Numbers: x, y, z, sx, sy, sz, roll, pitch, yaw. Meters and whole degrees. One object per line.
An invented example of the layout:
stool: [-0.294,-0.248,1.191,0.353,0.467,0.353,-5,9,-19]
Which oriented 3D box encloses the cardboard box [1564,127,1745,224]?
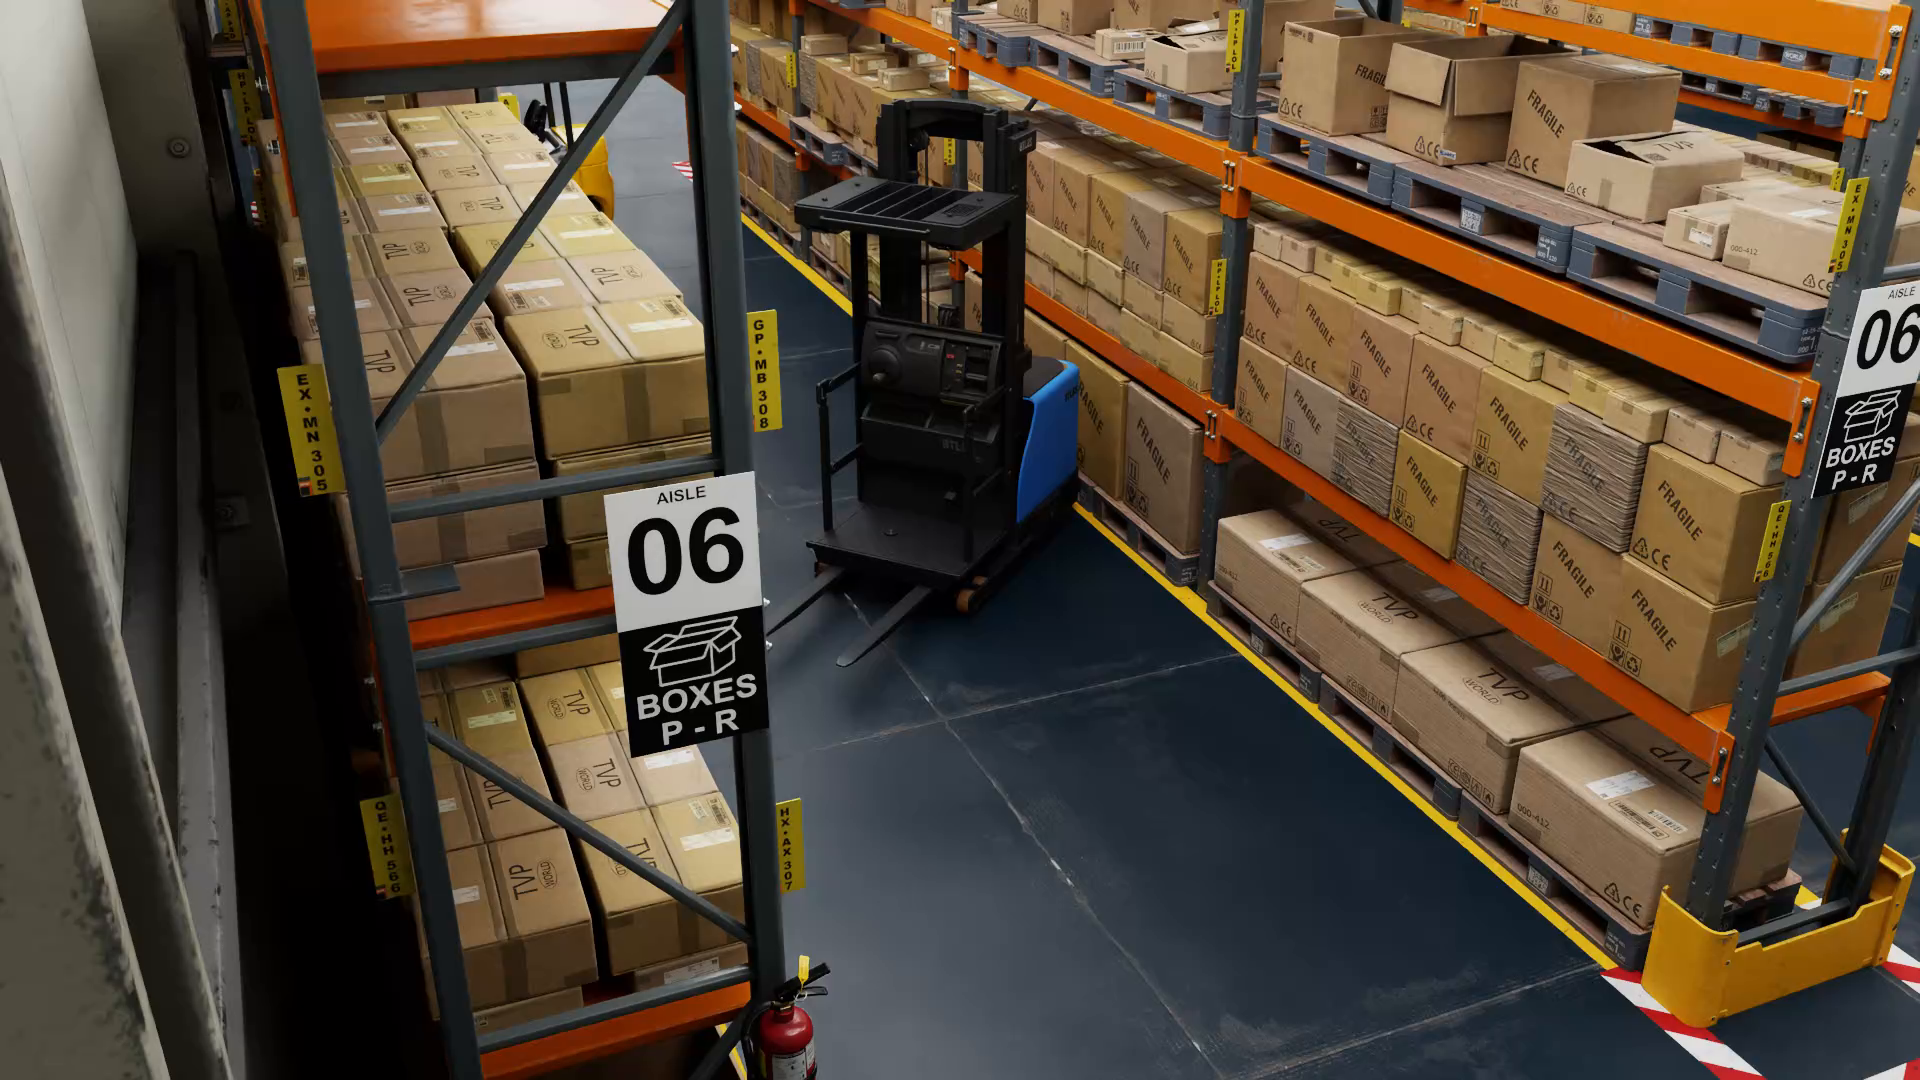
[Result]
cardboard box: [3.010,-1.609,7.216,0.500,0.311,0.500,-10,28,-20]

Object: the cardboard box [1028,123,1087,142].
cardboard box: [0.589,-2.739,12.186,0.500,0.500,0.500,-10,28,-20]

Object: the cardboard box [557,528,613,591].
cardboard box: [-0.926,-0.004,4.706,0.380,0.149,0.250,-10,28,-20]

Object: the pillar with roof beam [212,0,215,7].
pillar with roof beam: [-10.926,-15.325,32.382,9.100,9.000,0.400,-11,28,-21]

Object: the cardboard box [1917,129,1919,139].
cardboard box: [9.476,-4.189,16.296,0.500,0.500,0.500,-10,28,-19]

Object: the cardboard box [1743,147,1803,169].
cardboard box: [6.359,-2.962,13.027,0.380,0.149,0.250,-11,28,-21]

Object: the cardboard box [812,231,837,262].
cardboard box: [-0.941,-3.095,16.687,0.950,0.372,0.625,-10,28,-20]

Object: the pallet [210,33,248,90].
pallet: [-4.496,-3.351,11.492,1.213,0.211,1.003,-9,28,-18]

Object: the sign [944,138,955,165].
sign: [-0.078,-3.072,12.893,0.100,0.325,0.005,-11,28,-21]

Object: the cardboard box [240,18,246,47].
cardboard box: [-4.186,-3.119,10.179,0.380,0.149,0.250,-10,28,-20]

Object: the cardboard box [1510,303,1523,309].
cardboard box: [2.950,-1.162,8.218,0.380,0.149,0.250,-11,28,-21]

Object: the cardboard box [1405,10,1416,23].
cardboard box: [6.375,-7.243,22.953,0.380,0.149,0.250,-11,28,-21]

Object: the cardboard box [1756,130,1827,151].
cardboard box: [9.029,-4.276,18.082,0.500,0.250,0.500,-7,27,-15]

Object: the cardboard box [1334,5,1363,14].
cardboard box: [3.769,-5.278,17.387,0.700,0.500,0.500,-11,28,-21]

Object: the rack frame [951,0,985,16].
rack frame: [0.417,-5.380,12.012,1.000,3.000,0.127,-11,28,-21]

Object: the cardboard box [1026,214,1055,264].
cardboard box: [0.774,-2.182,11.902,0.500,0.250,0.500,-11,28,-21]

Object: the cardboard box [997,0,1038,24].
cardboard box: [0.704,-4.141,12.297,0.797,0.503,0.637,-12,29,-24]

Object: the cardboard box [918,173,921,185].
cardboard box: [-0.239,-3.042,13.868,0.380,0.149,0.250,-11,28,-21]

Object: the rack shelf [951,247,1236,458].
rack shelf: [1.201,-1.553,11.833,1.077,0.370,4.000,-11,28,-21]

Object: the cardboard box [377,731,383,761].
cardboard box: [-2.043,0.812,6.454,0.380,0.149,0.250,-11,28,-21]

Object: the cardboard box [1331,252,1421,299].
cardboard box: [2.164,-1.375,8.655,0.380,0.149,0.250,-11,28,-21]

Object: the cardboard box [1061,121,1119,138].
cardboard box: [1.069,-2.809,12.330,0.500,0.500,0.500,-10,28,-20]

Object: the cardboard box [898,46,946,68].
cardboard box: [-0.350,-4.427,15.228,0.380,0.149,0.250,-12,28,-23]

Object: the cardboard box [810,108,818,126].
cardboard box: [-1.223,-4.097,16.031,0.380,0.149,0.250,-10,28,-20]

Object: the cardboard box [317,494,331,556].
cardboard box: [-3.860,-0.262,10.738,0.500,0.500,0.500,-9,27,-18]

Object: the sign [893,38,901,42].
sign: [-0.640,-4.916,16.580,0.100,0.325,0.005,-11,28,-21]

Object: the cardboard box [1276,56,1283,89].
cardboard box: [2.110,-2.808,9.837,0.396,0.266,0.258,-11,28,-21]

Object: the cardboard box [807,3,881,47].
cardboard box: [-1.122,-5.142,16.769,0.700,0.500,0.500,-11,28,-21]

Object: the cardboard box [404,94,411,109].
cardboard box: [-2.651,-2.318,8.514,0.380,0.149,0.250,-11,28,-21]

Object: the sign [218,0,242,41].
sign: [-4.662,-3.353,10.601,0.100,0.325,0.005,-11,28,-21]

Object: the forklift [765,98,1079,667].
forklift: [-0.277,-1.069,10.099,1.130,2.935,3.031,12,29,23]

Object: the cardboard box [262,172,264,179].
cardboard box: [-5.165,-2.734,13.031,0.500,0.250,0.500,-11,28,-22]

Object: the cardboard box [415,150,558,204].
cardboard box: [-1.765,-1.282,6.300,0.500,0.250,0.500,-10,28,-20]

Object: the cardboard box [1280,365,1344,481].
cardboard box: [2.120,-0.676,9.101,0.500,0.500,0.500,-10,28,-20]

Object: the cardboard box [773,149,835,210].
cardboard box: [-1.628,-3.782,17.377,0.500,0.500,0.500,-11,28,-21]

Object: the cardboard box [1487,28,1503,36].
cardboard box: [7.041,-6.533,21.498,0.380,0.149,0.250,-11,28,-21]

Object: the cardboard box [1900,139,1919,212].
cardboard box: [6.452,-2.364,11.081,0.500,0.500,0.500,-10,28,-19]

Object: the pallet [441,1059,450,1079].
pallet: [-1.358,2.301,6.297,1.003,0.211,1.213,-11,28,-21]

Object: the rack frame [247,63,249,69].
rack frame: [-4.148,-1.830,11.579,1.000,3.000,0.127,-11,28,-21]

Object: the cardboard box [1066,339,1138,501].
cardboard box: [1.307,-0.903,11.624,0.875,0.875,0.875,-10,28,-19]

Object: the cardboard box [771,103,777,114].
cardboard box: [-1.774,-4.584,17.507,0.380,0.149,0.250,-11,28,-21]

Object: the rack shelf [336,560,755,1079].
rack shelf: [-1.799,0.916,6.775,1.077,0.370,4.000,-11,28,-21]

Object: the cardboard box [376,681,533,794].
cardboard box: [-1.830,0.785,6.056,0.500,0.250,0.500,-10,28,-19]

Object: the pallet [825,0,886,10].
pallet: [-0.596,-4.877,14.614,1.213,0.211,1.003,-11,28,-21]

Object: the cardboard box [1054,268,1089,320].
cardboard box: [0.992,-1.760,11.607,0.500,0.250,0.500,-11,28,-21]

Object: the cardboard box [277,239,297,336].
cardboard box: [-2.257,-0.969,6.229,0.500,0.250,0.500,-11,28,-21]

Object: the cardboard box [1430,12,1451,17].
cardboard box: [6.899,-7.387,22.508,0.875,0.500,0.500,-11,28,-21]

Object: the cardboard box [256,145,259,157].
cardboard box: [-6.140,-3.624,15.140,0.500,0.500,0.500,-11,28,-21]

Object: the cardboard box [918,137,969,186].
cardboard box: [-0.016,-3.187,13.427,0.500,0.500,0.500,-11,28,-22]

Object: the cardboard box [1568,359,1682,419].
cardboard box: [2.865,-0.647,7.164,0.380,0.149,0.250,-10,28,-19]

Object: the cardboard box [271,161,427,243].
cardboard box: [-2.234,-1.193,6.119,0.500,0.250,0.500,-11,28,-21]

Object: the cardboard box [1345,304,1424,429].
cardboard box: [2.330,-0.916,8.453,0.500,0.500,0.500,-10,28,-20]

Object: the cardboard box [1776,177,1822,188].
cardboard box: [6.056,-2.541,12.164,0.380,0.149,0.250,-11,28,-22]

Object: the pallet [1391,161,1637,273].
pallet: [2.769,-1.553,7.695,1.003,0.211,1.213,-11,28,-21]

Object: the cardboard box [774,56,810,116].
cardboard box: [-1.552,-4.614,16.828,0.500,0.500,0.500,-11,28,-22]

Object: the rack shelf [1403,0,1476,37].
rack shelf: [4.149,-5.407,16.307,1.077,0.370,4.000,-11,28,-21]
